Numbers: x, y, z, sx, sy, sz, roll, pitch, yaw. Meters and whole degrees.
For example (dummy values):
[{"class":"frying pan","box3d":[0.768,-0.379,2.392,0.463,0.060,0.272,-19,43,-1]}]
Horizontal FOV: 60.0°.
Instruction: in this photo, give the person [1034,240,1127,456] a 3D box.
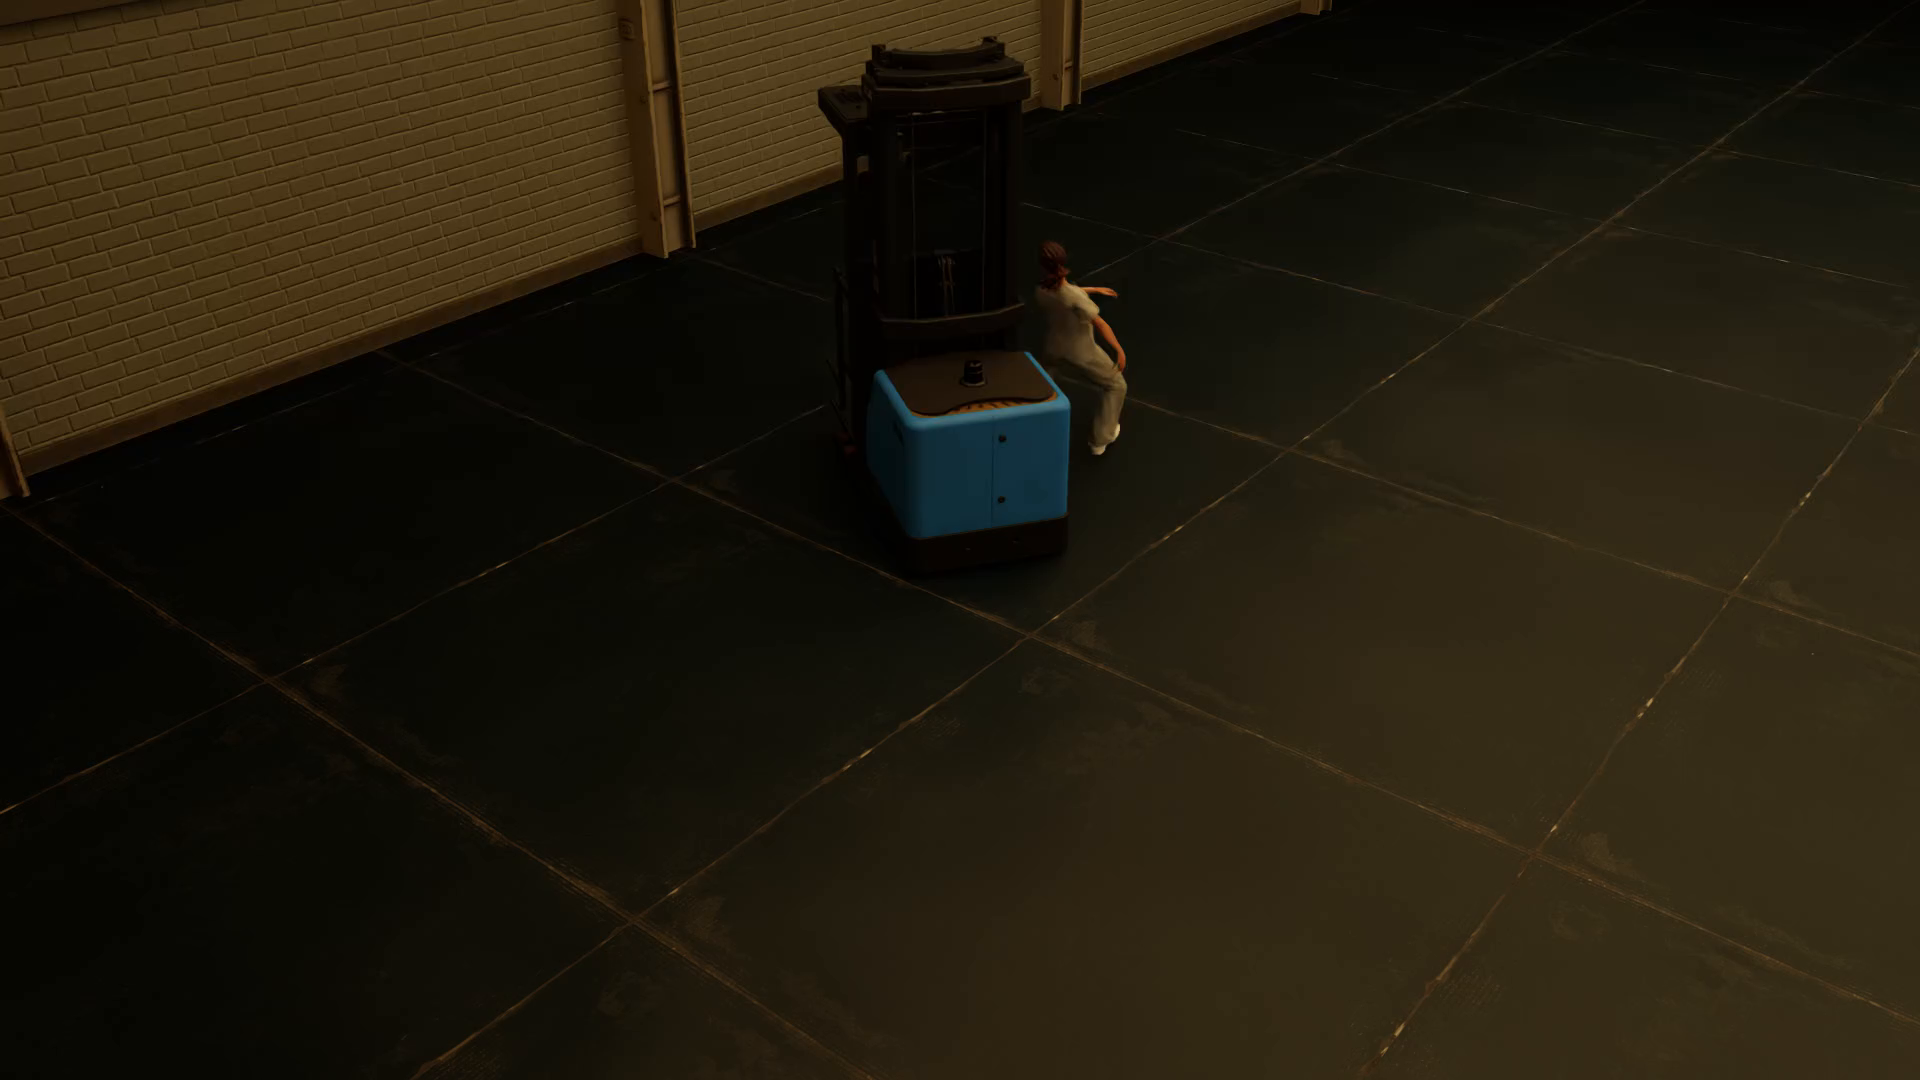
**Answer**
[{"class":"person","box3d":[0.787,-1.265,11.139,0.710,1.553,0.840,15,34,24]}]

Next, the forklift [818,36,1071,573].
[{"class":"forklift","box3d":[-0.246,-1.795,10.668,1.130,2.935,3.031,-9,31,-15]}]
